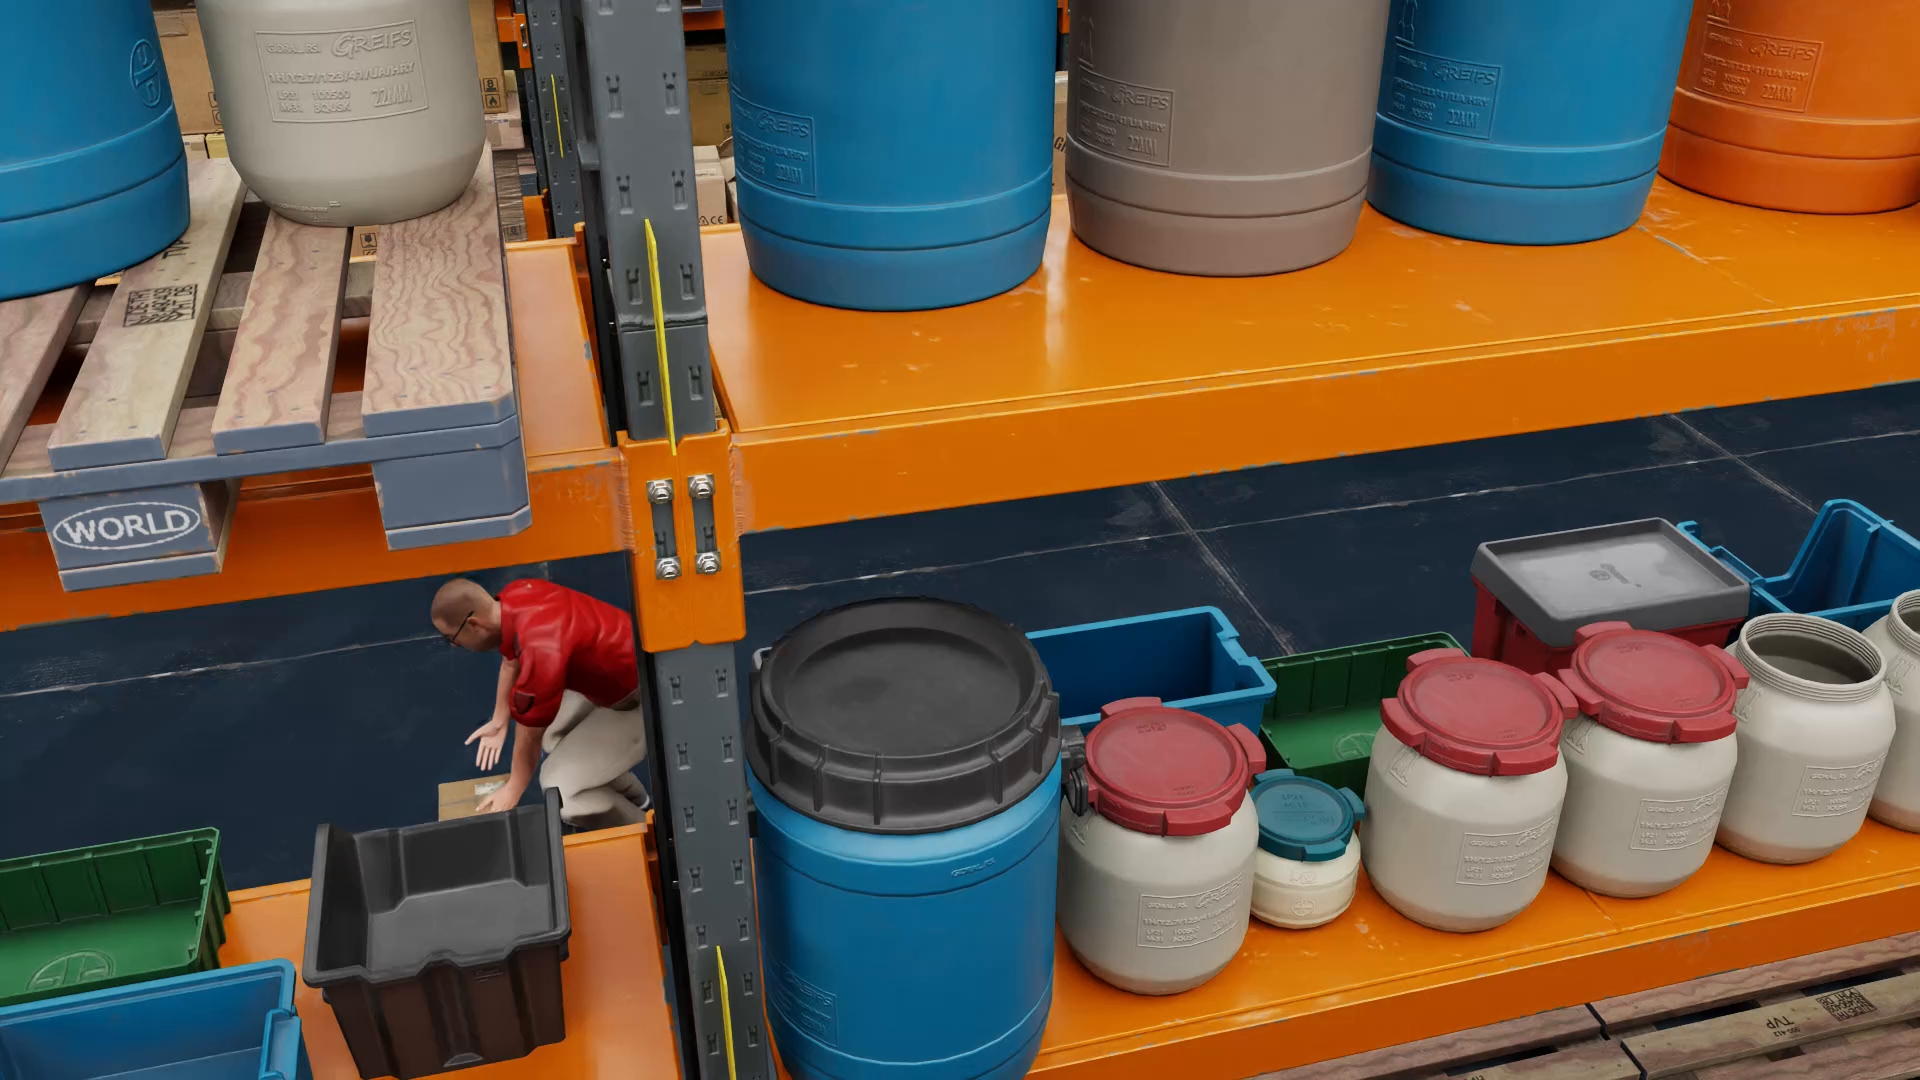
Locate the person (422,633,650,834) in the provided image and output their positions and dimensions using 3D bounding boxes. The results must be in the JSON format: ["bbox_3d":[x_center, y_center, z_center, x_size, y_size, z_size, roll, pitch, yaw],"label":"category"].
[{"bbox_3d":[-1.357,0.697,5.745,0.869,0.932,0.556,-8,31,-13],"label":"person"}]
